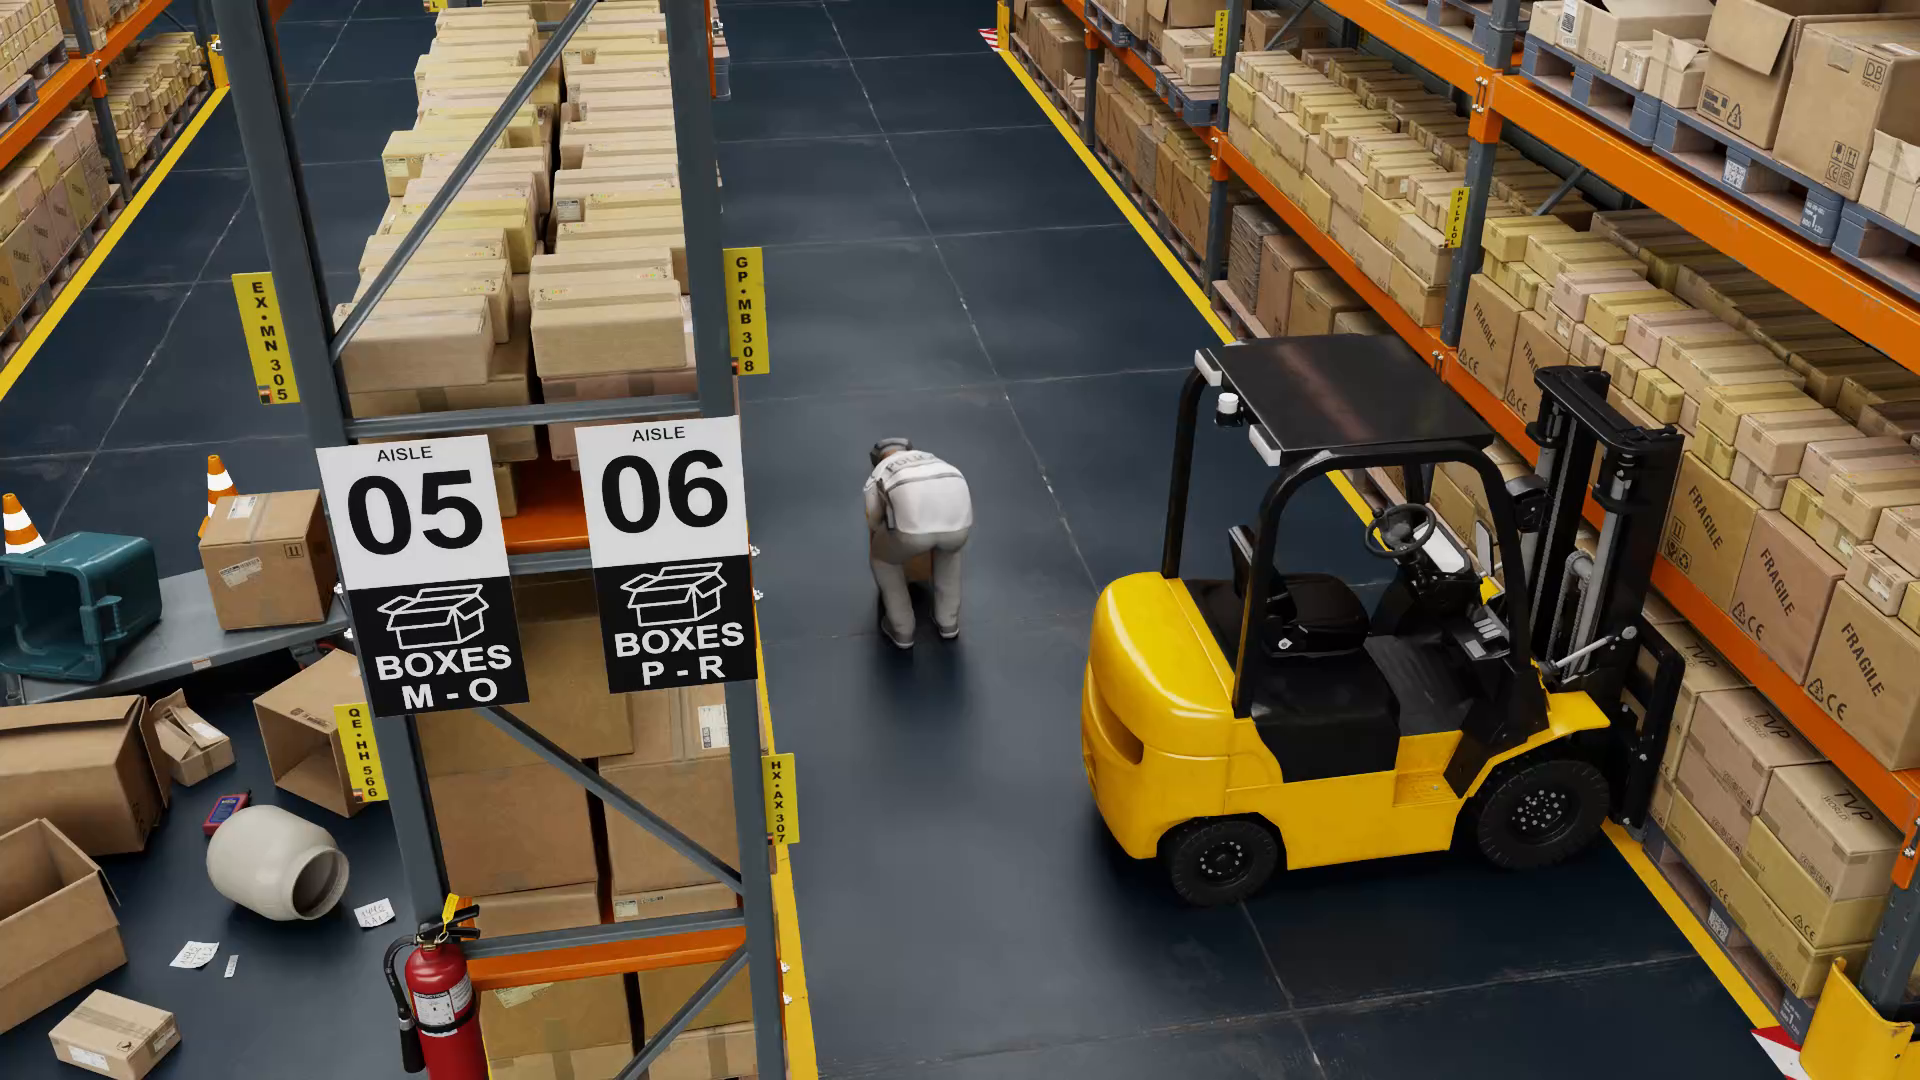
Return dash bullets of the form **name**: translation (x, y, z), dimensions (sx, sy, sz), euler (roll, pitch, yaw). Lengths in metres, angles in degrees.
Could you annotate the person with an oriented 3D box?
- **person**: translation (-0.254, -0.036, 8.914), dimensions (0.522, 1.020, 1.030), euler (-9, 32, -14)
